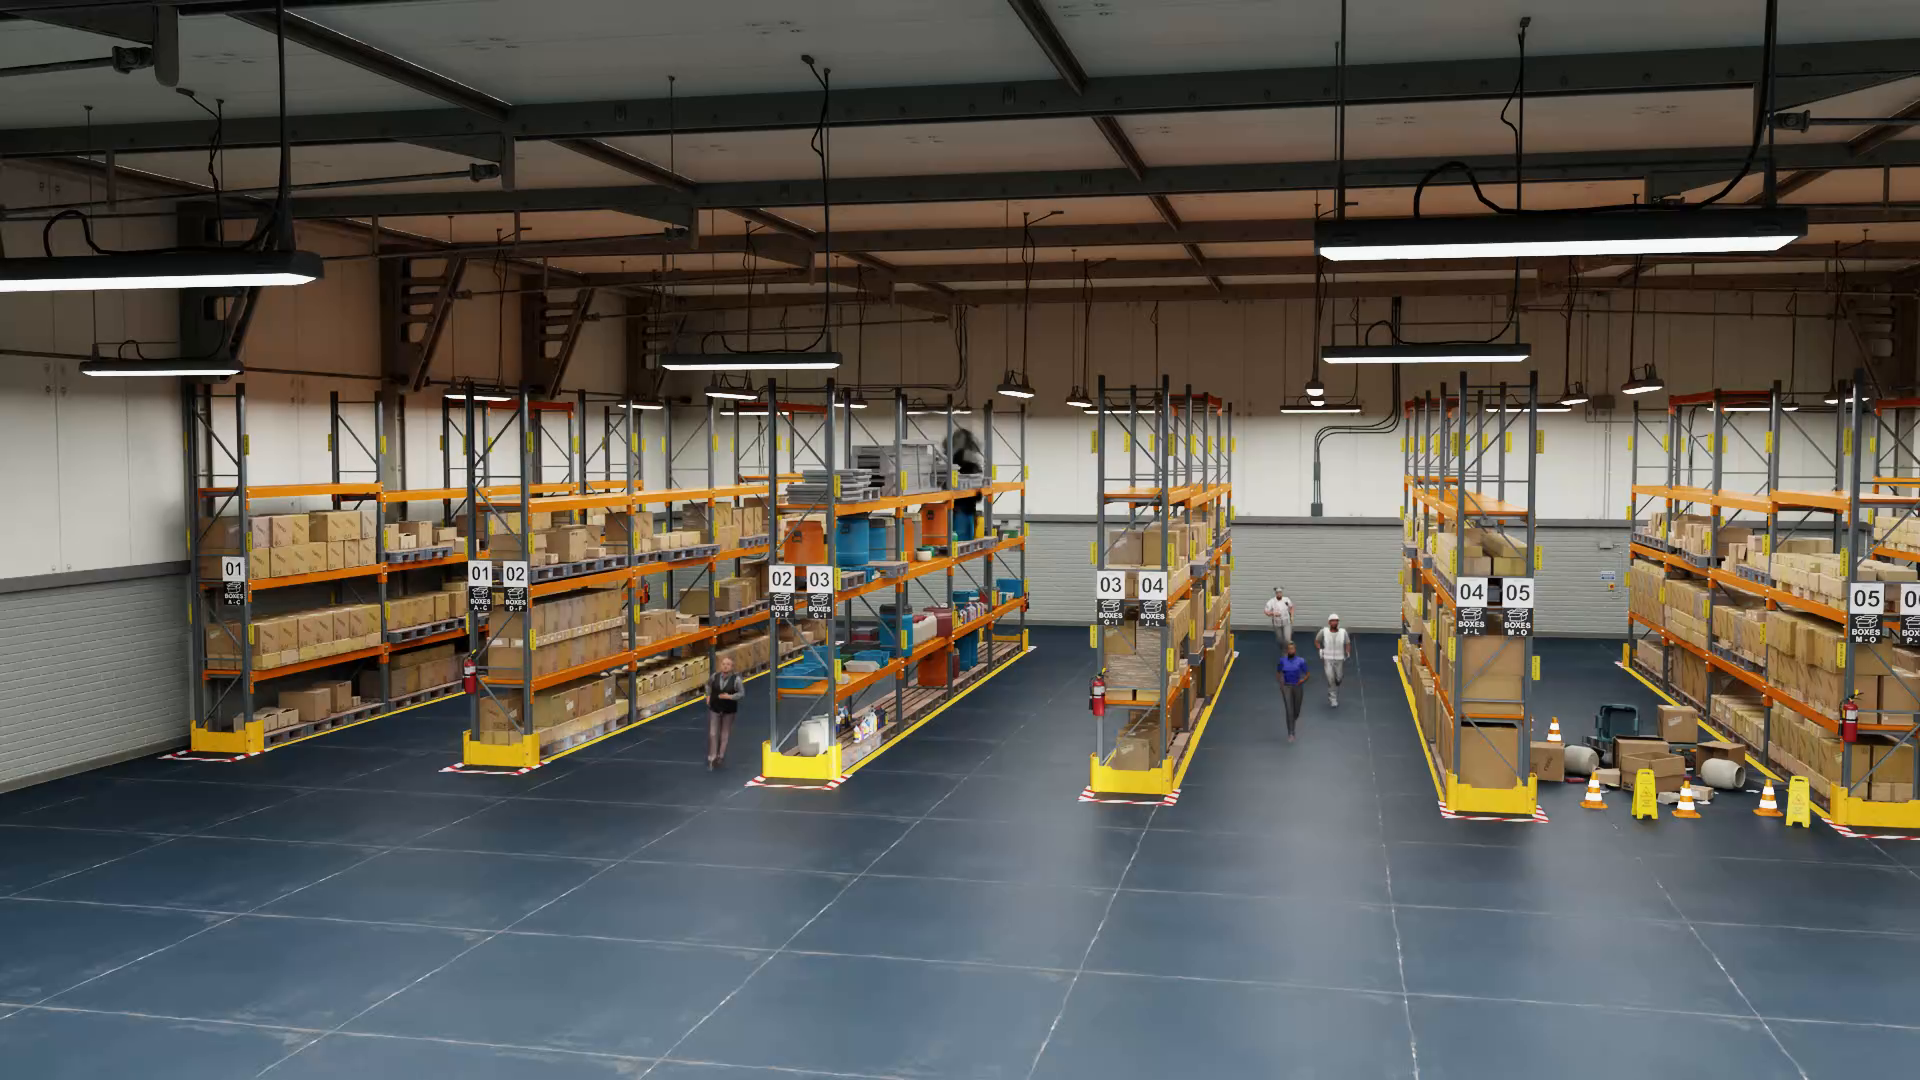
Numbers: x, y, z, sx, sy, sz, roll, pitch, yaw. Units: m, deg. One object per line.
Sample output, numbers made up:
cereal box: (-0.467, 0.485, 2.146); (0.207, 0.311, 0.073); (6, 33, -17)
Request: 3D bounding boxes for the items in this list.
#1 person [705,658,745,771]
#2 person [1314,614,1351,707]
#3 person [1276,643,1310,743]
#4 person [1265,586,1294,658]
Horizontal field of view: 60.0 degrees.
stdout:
person: (-3.632, 2.702, 25.716); (0.640, 1.777, 0.675); (0, 3, -3)
person: (7.194, 2.302, 32.079); (0.680, 1.762, 0.802); (0, 3, 5)
person: (5.663, 2.574, 28.317); (0.574, 1.656, 0.783); (1, 3, 10)
person: (7.363, 1.927, 38.297); (0.682, 1.748, 0.970); (0, 3, 7)
